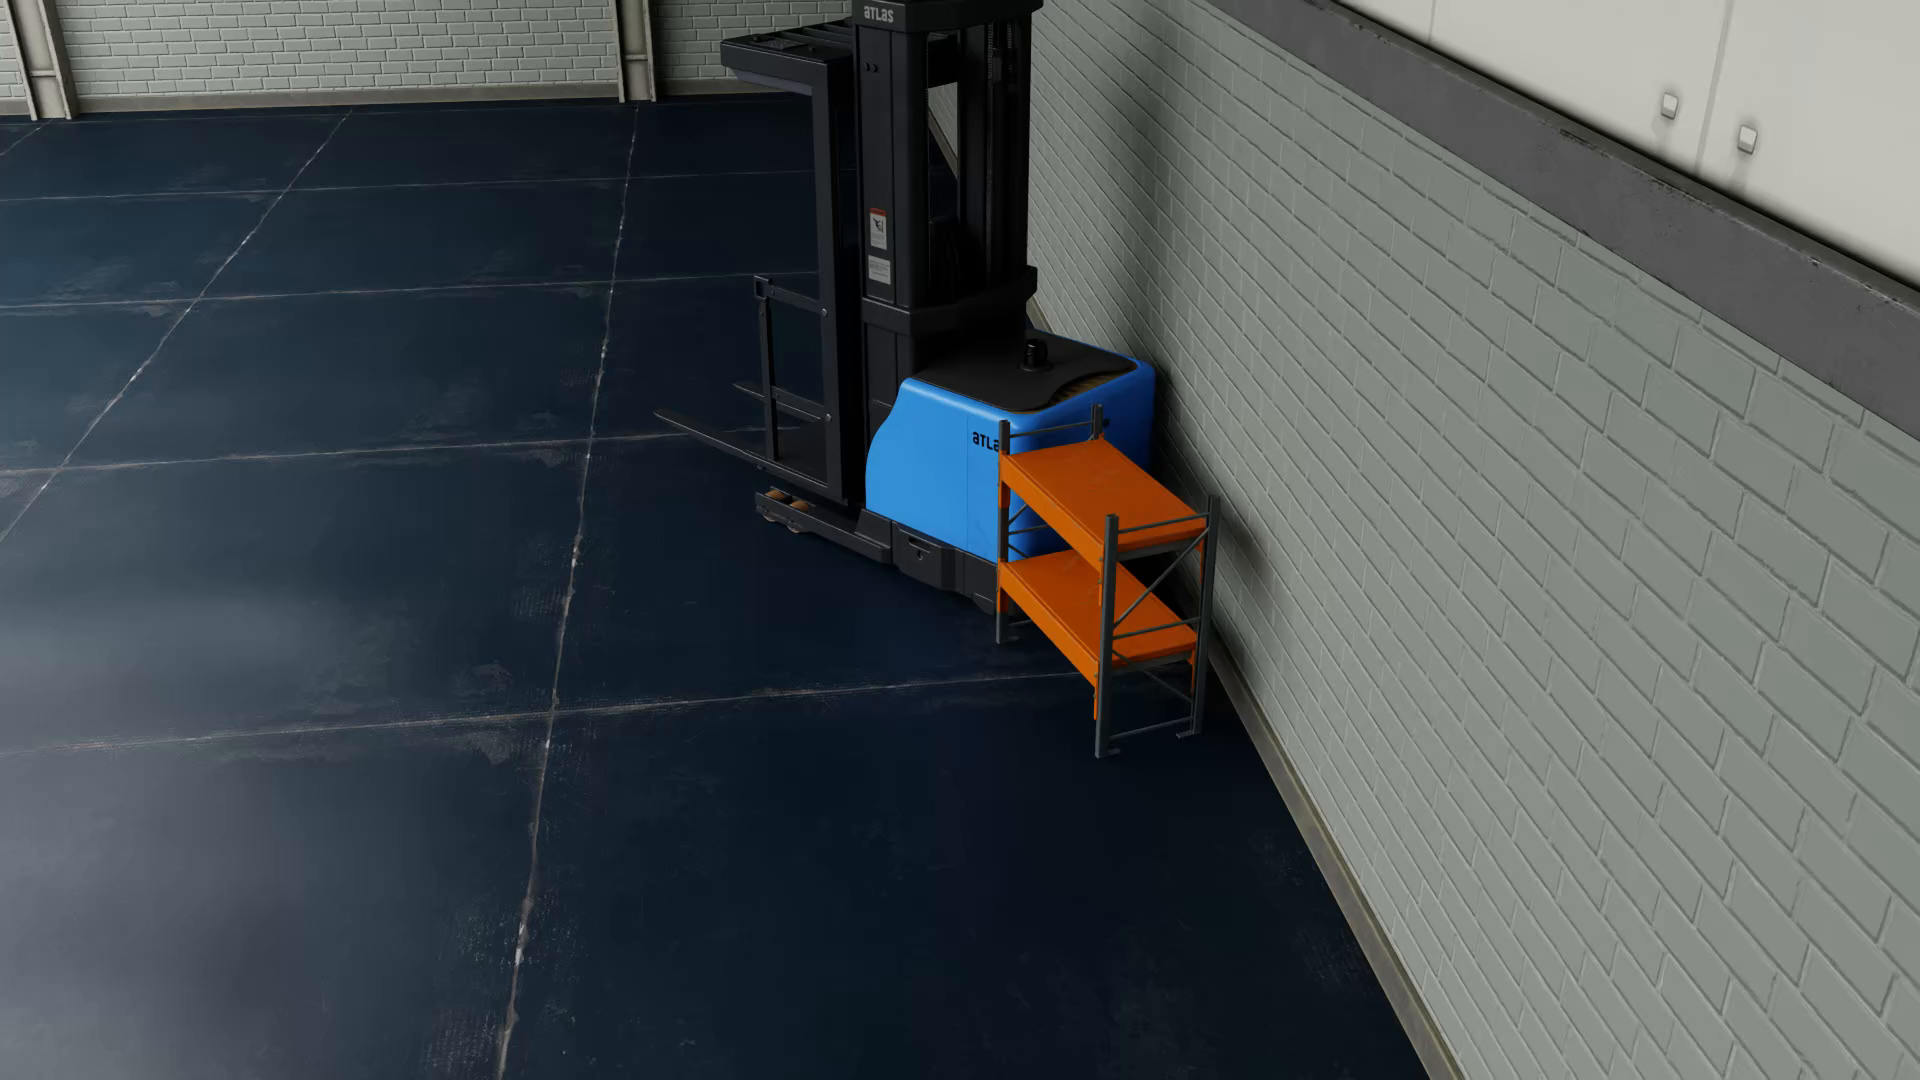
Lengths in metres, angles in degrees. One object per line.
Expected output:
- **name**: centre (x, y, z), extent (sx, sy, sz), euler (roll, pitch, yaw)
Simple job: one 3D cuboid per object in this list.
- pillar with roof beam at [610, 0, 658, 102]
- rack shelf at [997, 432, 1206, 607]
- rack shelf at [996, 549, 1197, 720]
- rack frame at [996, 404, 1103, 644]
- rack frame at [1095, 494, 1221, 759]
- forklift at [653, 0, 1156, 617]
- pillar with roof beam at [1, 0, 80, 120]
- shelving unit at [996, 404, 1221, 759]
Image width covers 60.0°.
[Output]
- **pillar with roof beam**: centre (-2.903, -6.871, 12.284), extent (0.400, 9.000, 9.100), euler (-4, 27, -7)
- **rack shelf**: centre (0.605, -0.109, 7.089), extent (0.538, 0.278, 1.000), euler (-11, 29, -20)
- **rack shelf**: centre (0.605, 0.369, 7.334), extent (0.538, 0.278, 1.000), euler (-11, 29, -20)
- **rack frame**: centre (0.406, -0.062, 7.639), extent (0.500, 1.125, 0.032), euler (-11, 29, -20)
- **rack frame**: centre (0.803, 0.365, 6.806), extent (0.500, 1.125, 0.032), euler (-11, 29, -20)
- **forklift**: centre (-0.458, -1.497, 8.458), extent (3.031, 2.935, 1.130), euler (23, 35, 37)
- **pillar with roof beam**: centre (-8.845, -6.490, 11.540), extent (0.400, 9.000, 9.100), euler (-4, 27, -7)
- **shelving unit**: centre (0.605, 0.152, 7.222), extent (0.538, 1.125, 1.048), euler (-11, 29, -20)
